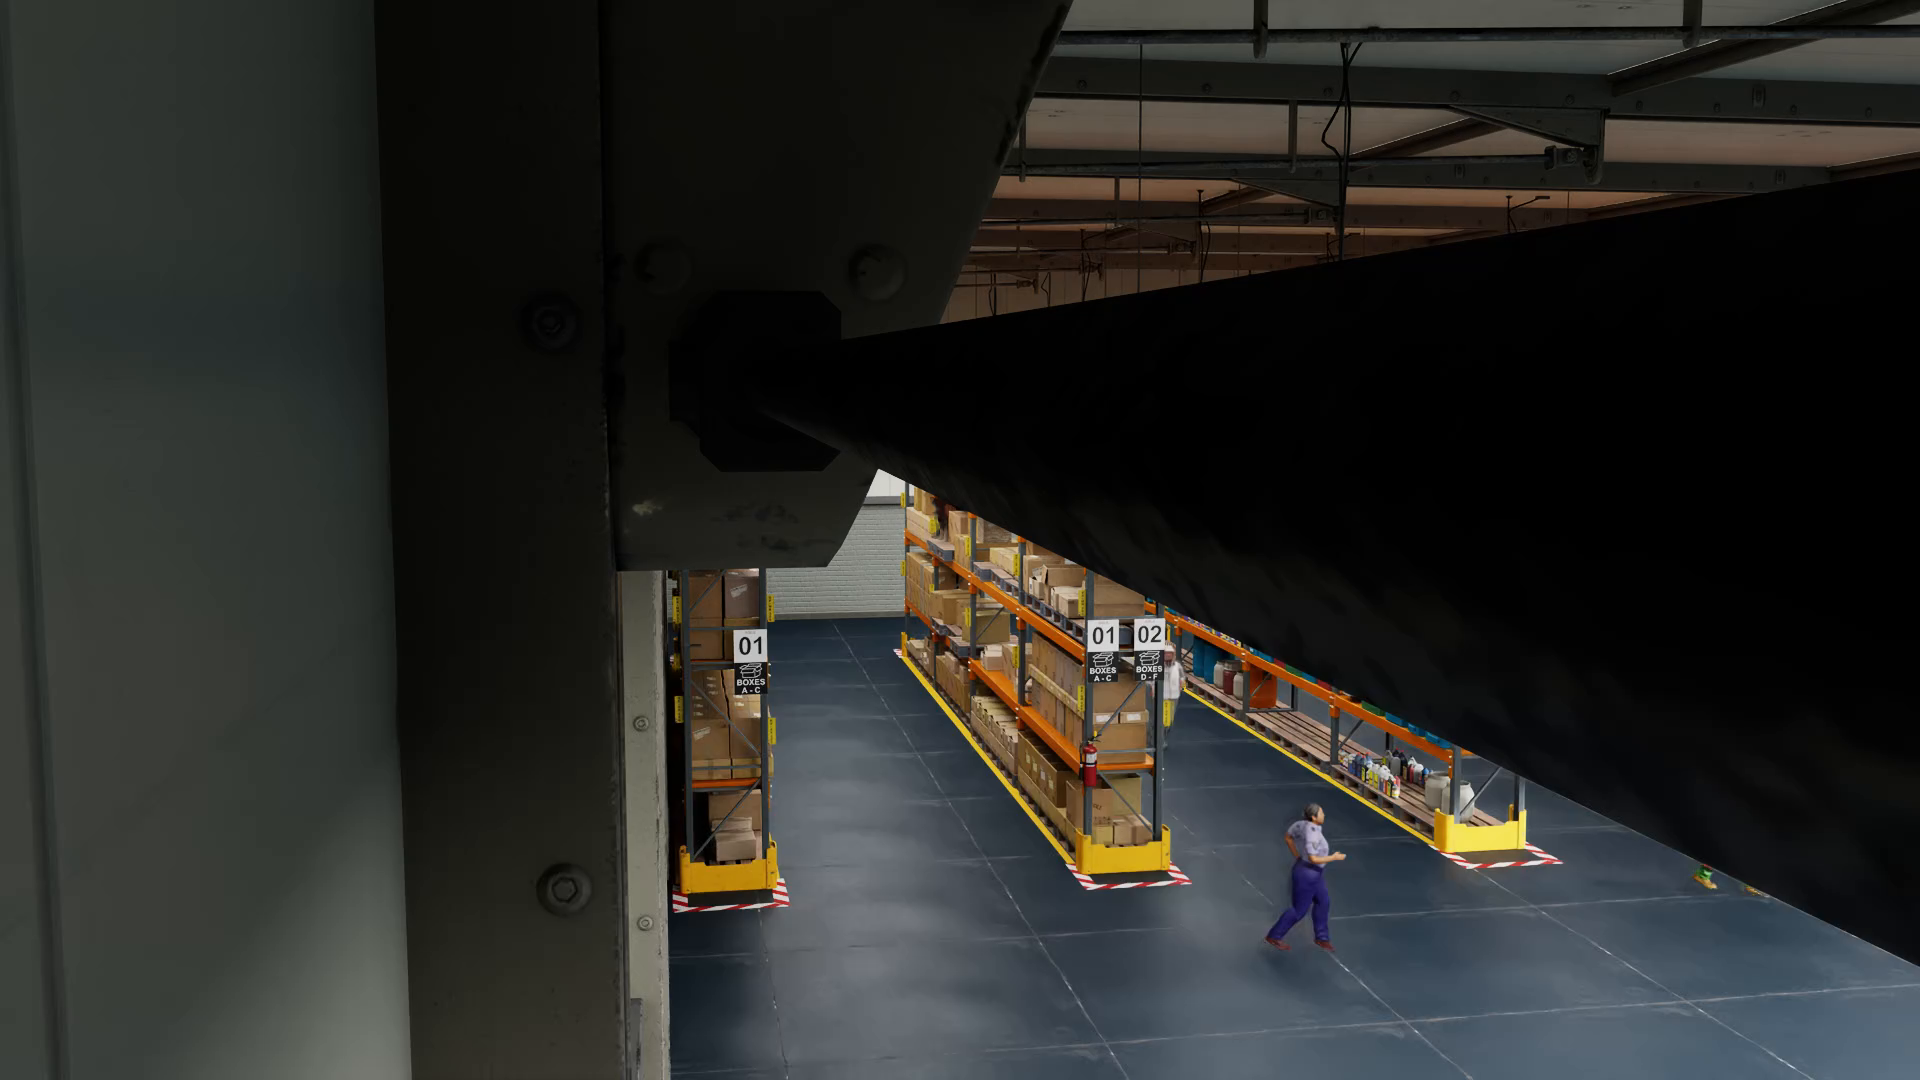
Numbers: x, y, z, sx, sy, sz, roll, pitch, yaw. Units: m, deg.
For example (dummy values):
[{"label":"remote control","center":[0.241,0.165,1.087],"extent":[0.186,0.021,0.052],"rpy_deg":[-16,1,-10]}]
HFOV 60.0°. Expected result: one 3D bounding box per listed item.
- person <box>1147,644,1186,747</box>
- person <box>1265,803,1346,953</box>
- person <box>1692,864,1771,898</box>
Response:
[{"label":"person","center":[3.443,2.614,27.504],"extent":[0.632,1.784,0.698],"rpy_deg":[-1,6,-14]},{"label":"person","center":[3.726,3.666,17.947],"extent":[0.836,1.699,0.564],"rpy_deg":[1,6,8]},{"label":"person","center":[9.266,3.378,19.864],"extent":[0.897,1.821,0.627],"rpy_deg":[2,6,15]}]
